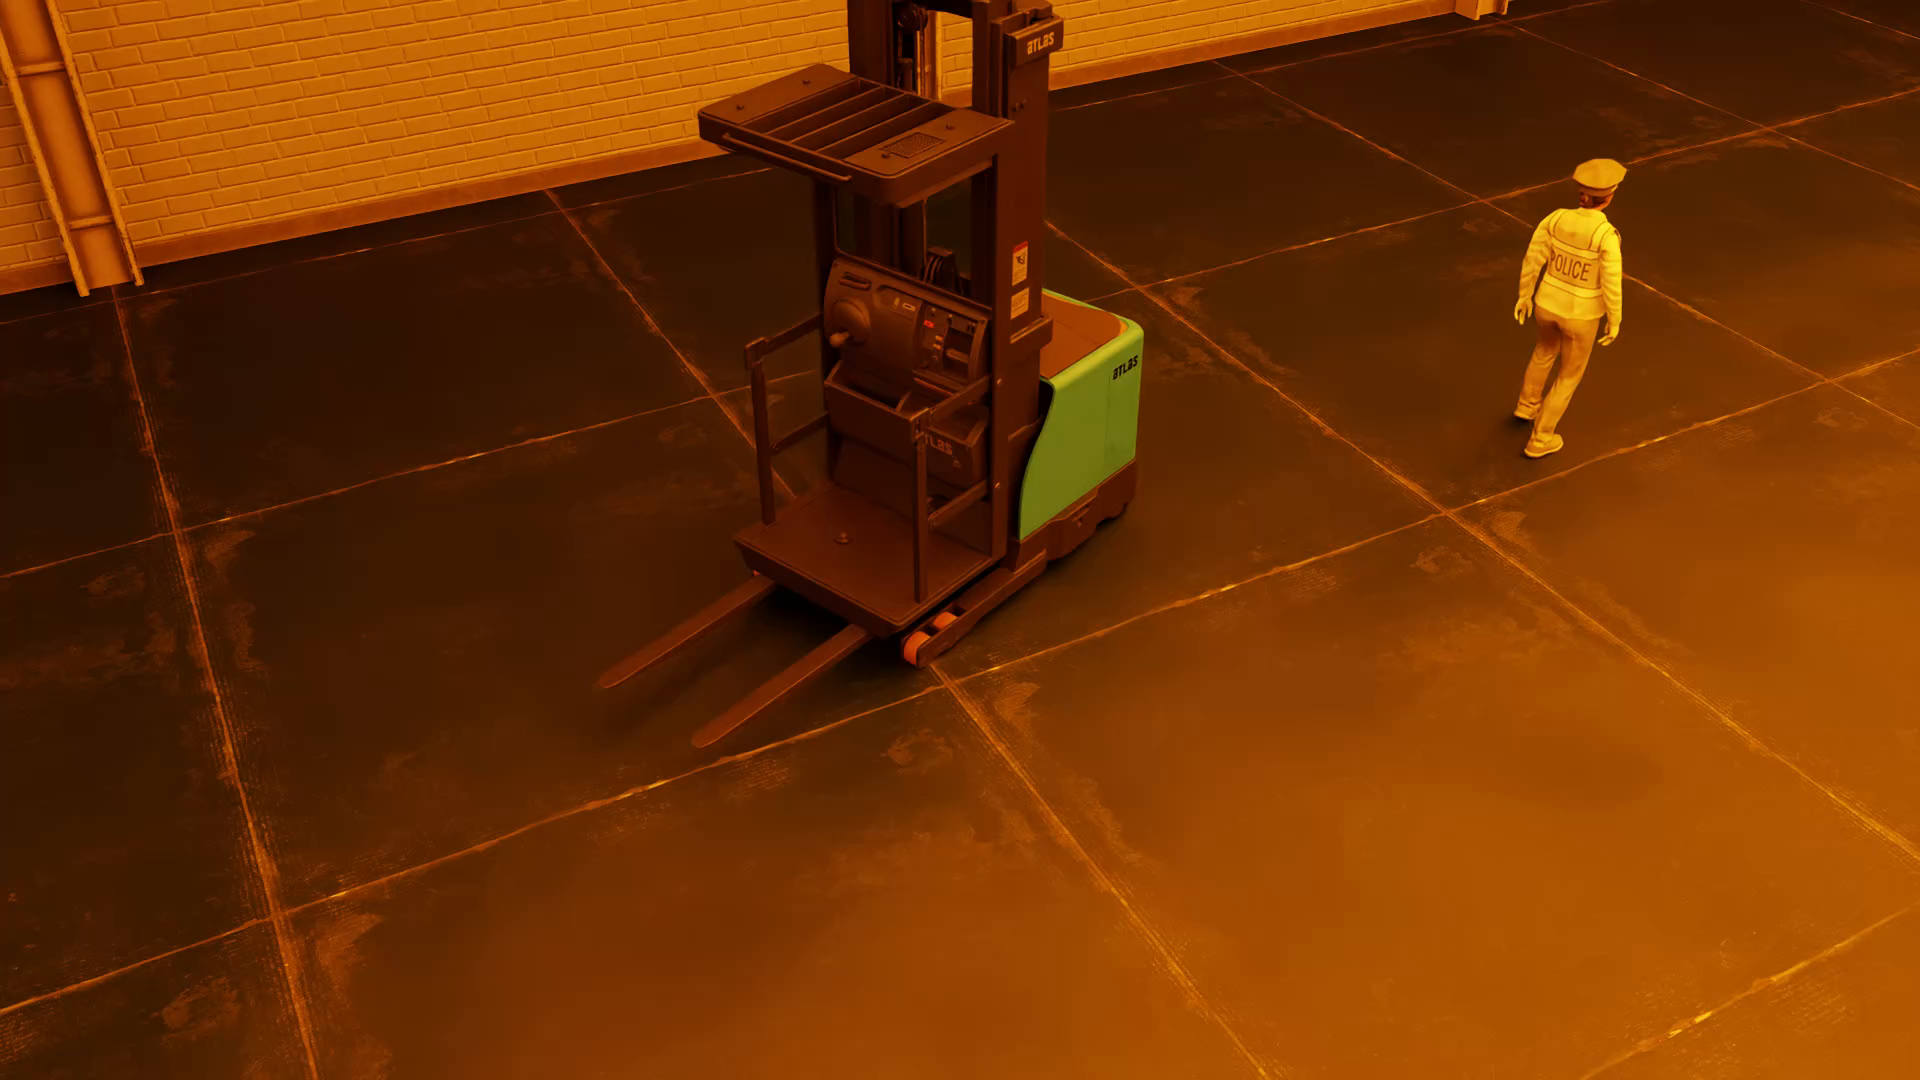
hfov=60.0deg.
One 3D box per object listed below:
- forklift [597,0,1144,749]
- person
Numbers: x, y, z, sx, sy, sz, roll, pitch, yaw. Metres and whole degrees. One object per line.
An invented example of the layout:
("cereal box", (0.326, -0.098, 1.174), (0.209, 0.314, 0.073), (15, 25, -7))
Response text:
("forklift", (-0.390, -0.927, 7.434), (1.130, 2.935, 3.031), (26, 43, 31))
("person", (3.327, -1.234, 9.029), (0.509, 1.720, 0.584), (-24, 42, -30))
